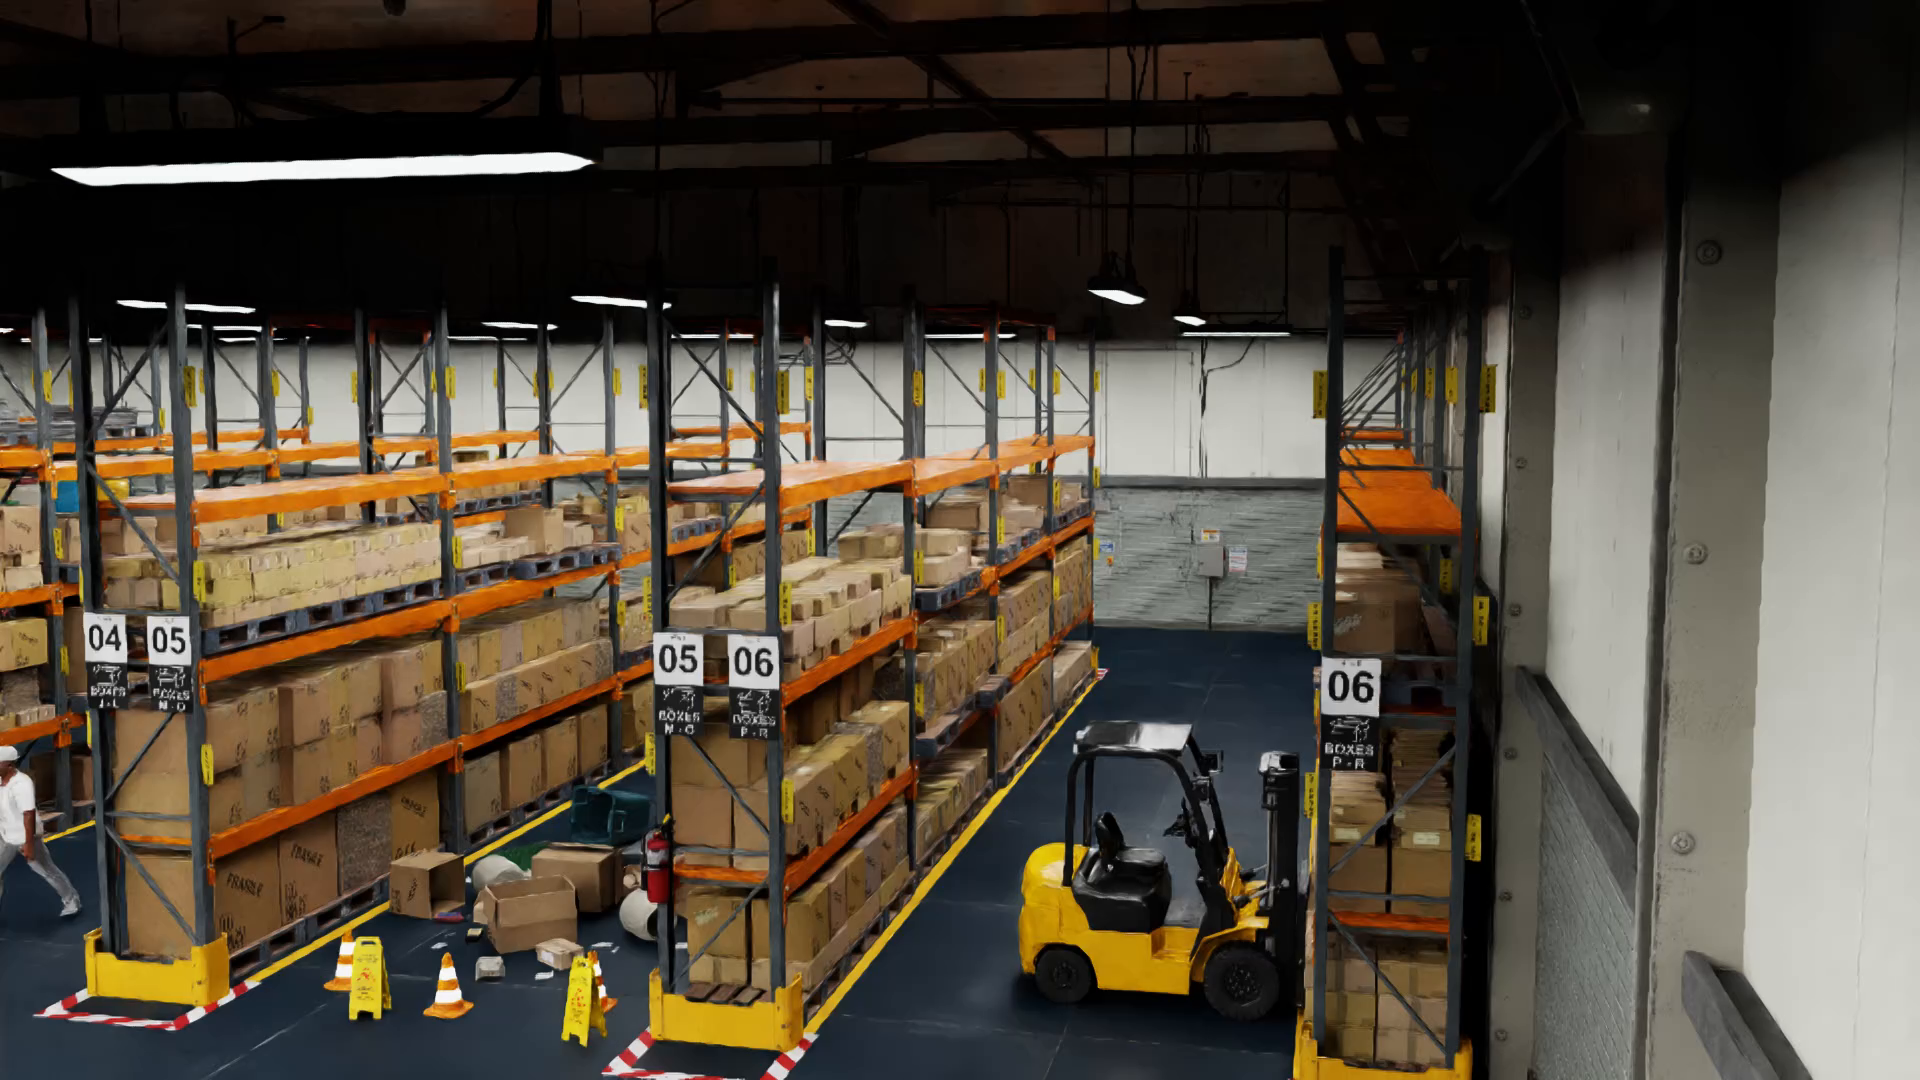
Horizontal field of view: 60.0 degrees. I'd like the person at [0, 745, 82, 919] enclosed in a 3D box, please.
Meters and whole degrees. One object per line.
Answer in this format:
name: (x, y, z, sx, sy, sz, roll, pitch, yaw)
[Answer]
person: (-8.788, 2.755, 15.531, 0.618, 1.720, 0.972, 4, 7, 35)
